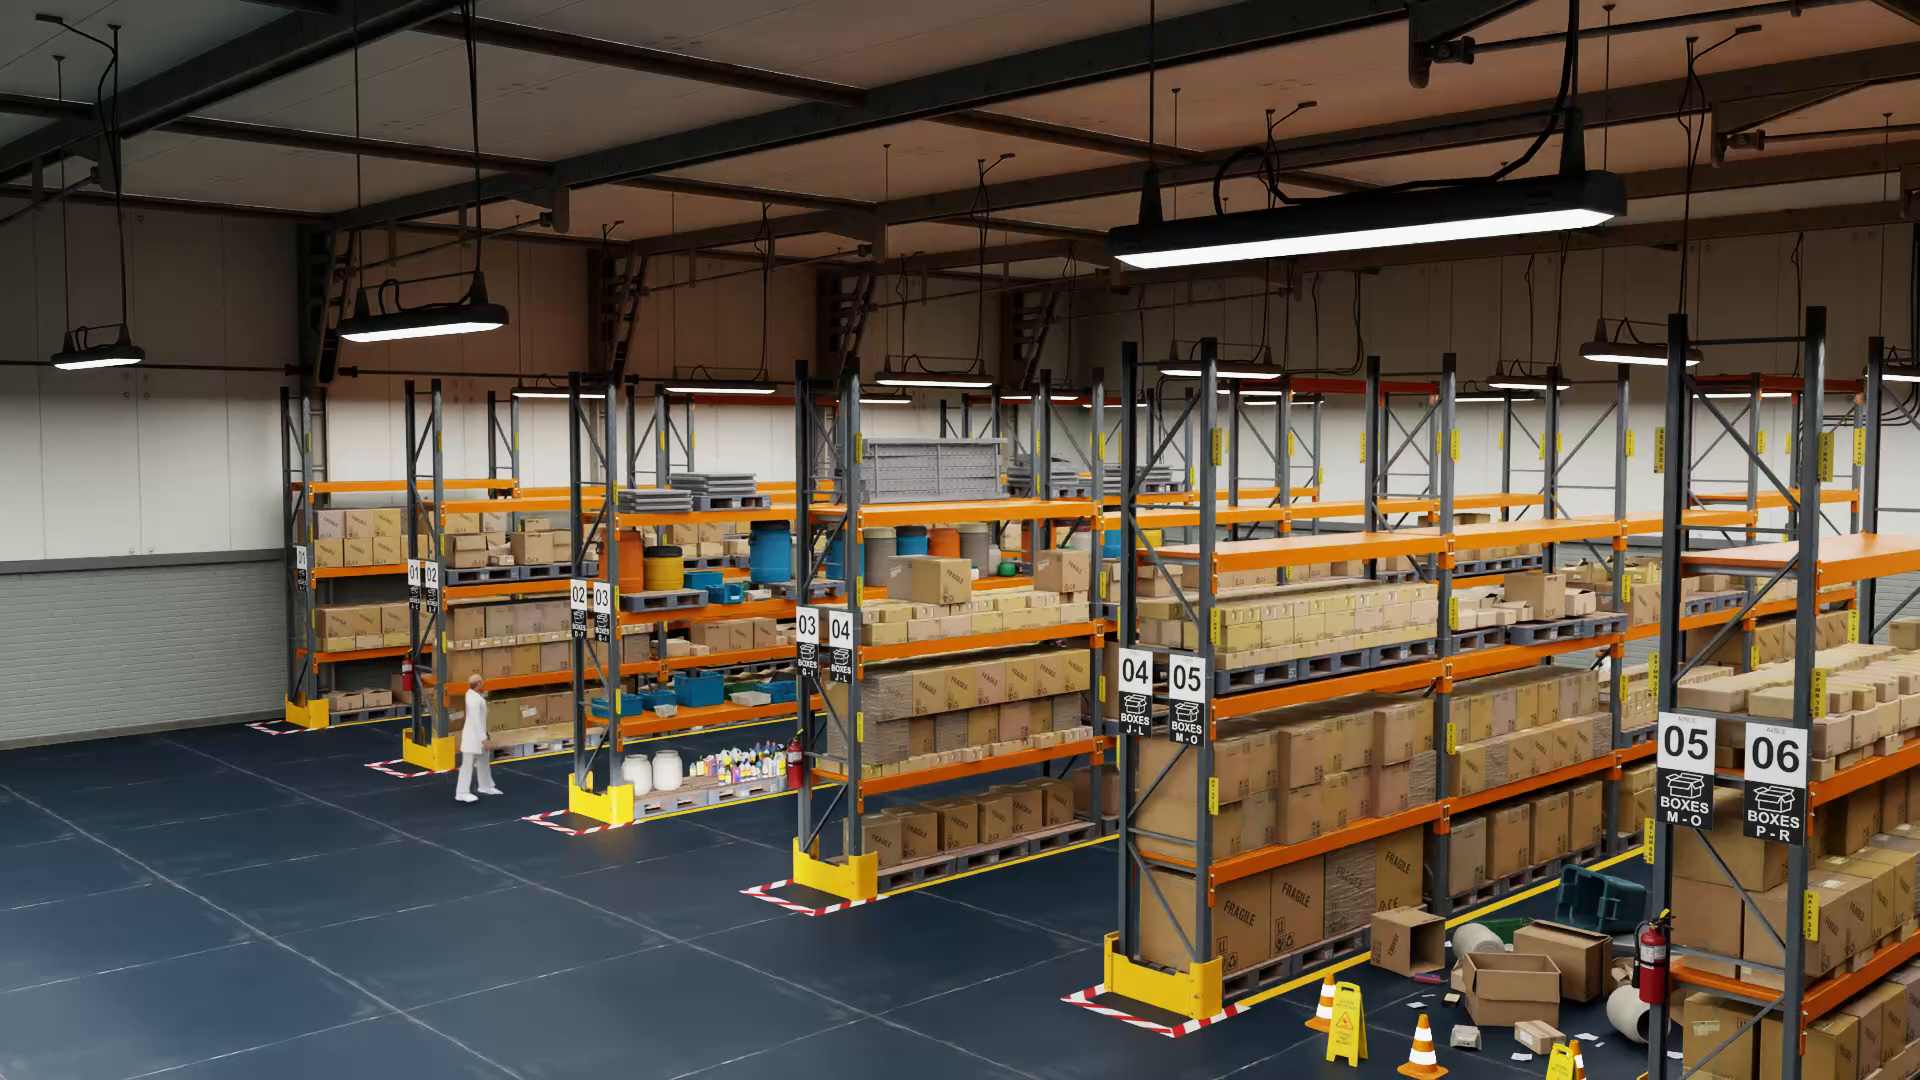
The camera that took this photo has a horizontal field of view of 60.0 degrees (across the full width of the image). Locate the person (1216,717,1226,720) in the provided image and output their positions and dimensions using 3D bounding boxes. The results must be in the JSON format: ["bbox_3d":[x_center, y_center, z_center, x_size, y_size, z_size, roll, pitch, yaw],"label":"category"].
[{"bbox_3d":[3.080,2.962,20.642,0.439,1.785,0.629,2,4,23],"label":"person"}]

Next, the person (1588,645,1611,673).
[{"bbox_3d":[10.852,2.552,28.168,0.466,1.615,0.932,3,5,41],"label":"person"}]

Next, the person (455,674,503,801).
[{"bbox_3d":[-6.830,2.791,23.531,0.579,1.822,0.715,0,4,-6],"label":"person"}]
